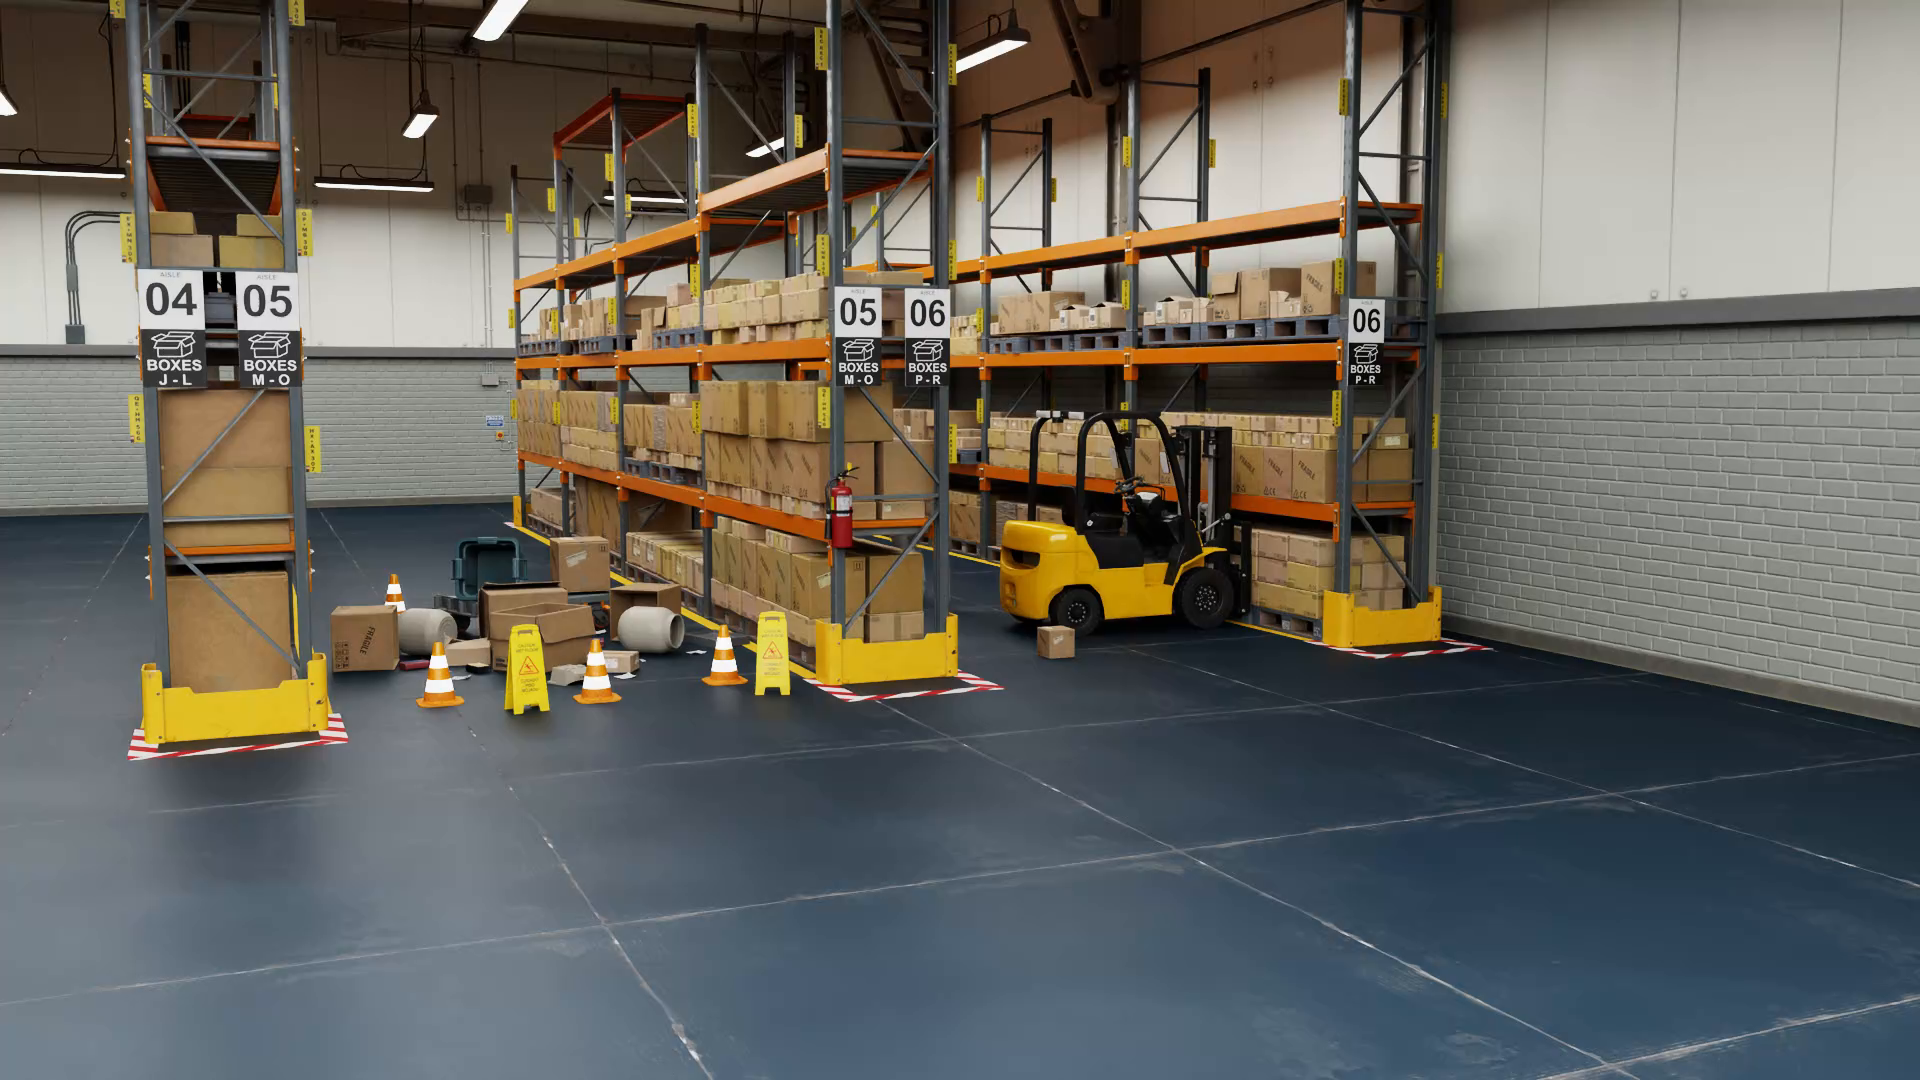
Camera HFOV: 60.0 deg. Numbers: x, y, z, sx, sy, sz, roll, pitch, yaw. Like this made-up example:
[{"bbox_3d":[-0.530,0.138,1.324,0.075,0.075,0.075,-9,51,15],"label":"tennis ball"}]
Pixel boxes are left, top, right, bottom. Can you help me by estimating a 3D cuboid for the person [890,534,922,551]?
[{"bbox_3d":[-0.667,-0.182,18.887,0.458,1.733,0.697,-3,6,-27],"label":"person"}]
